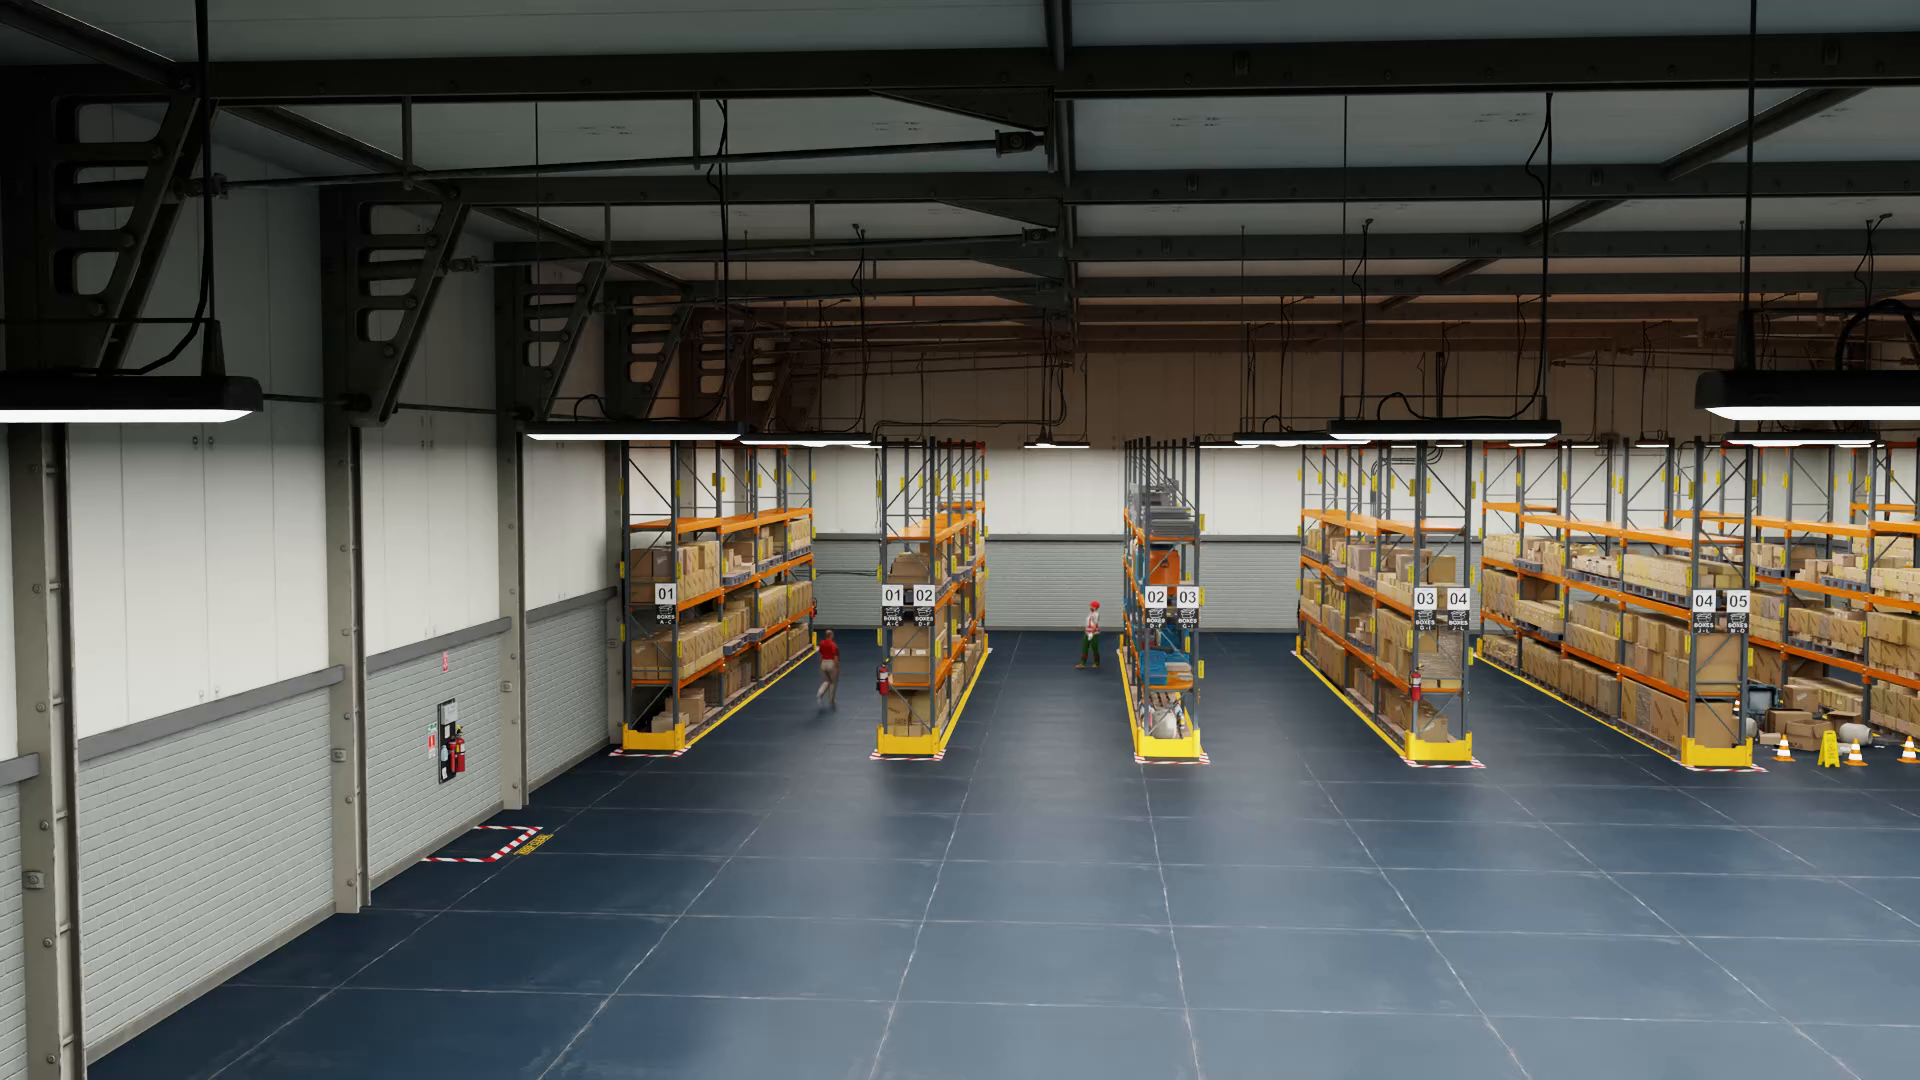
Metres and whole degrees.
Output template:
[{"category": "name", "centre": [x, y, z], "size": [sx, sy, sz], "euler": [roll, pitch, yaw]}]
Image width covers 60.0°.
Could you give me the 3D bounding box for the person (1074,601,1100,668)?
[{"category": "person", "centre": [3.385, 2.493, 43.739], "size": [0.682, 1.775, 0.563], "euler": [-2, 4, -34]}]

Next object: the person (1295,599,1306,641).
[{"category": "person", "centre": [9.915, 2.298, 48.050], "size": [0.442, 1.752, 0.545], "euler": [-3, 4, -44]}]

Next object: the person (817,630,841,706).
[{"category": "person", "centre": [-2.940, 2.860, 37.200], "size": [0.549, 1.711, 0.550], "euler": [2, 4, 39]}]
